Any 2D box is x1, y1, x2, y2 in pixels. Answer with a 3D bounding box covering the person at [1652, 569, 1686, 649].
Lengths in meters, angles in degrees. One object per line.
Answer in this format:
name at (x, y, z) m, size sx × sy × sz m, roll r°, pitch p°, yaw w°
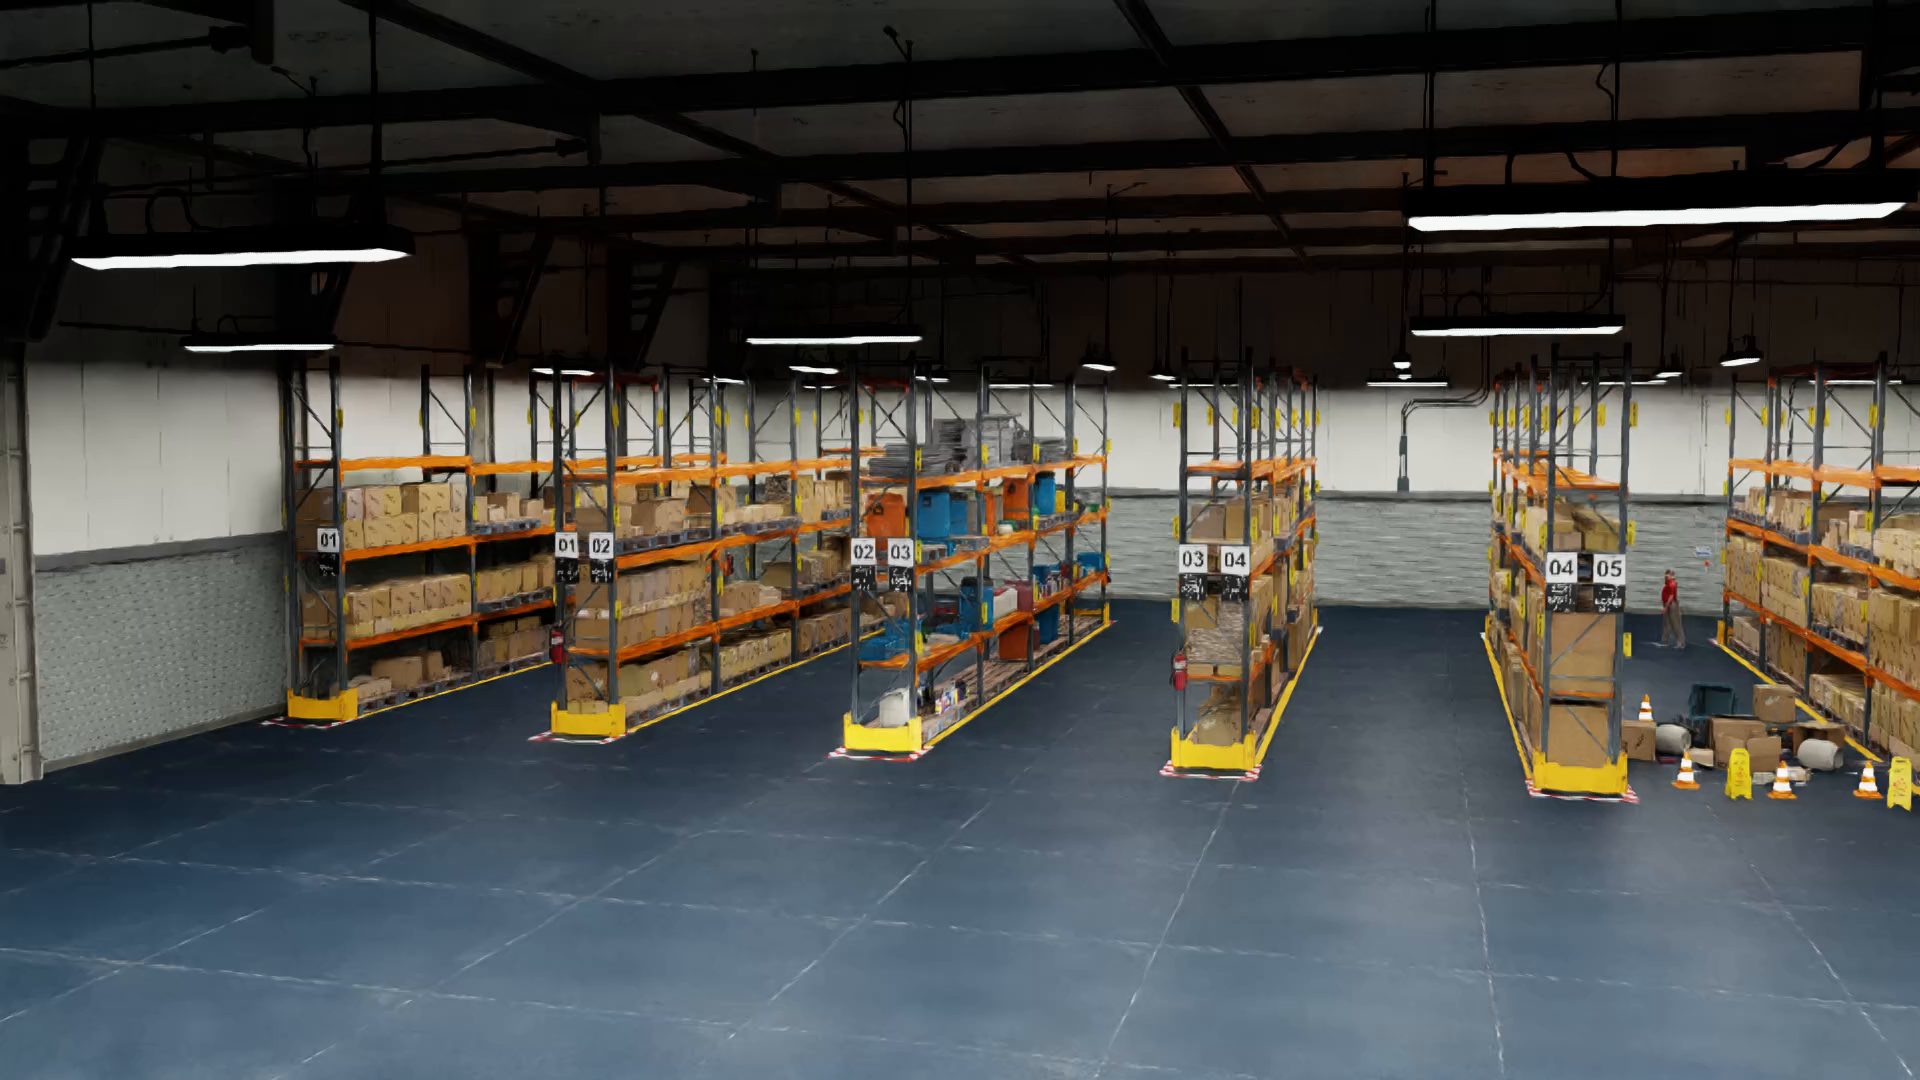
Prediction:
person at (15.432, 1.476, 36.143) m, size 0.632 × 1.710 × 0.636 m, roll 1°, pitch 4°, yaw 13°
